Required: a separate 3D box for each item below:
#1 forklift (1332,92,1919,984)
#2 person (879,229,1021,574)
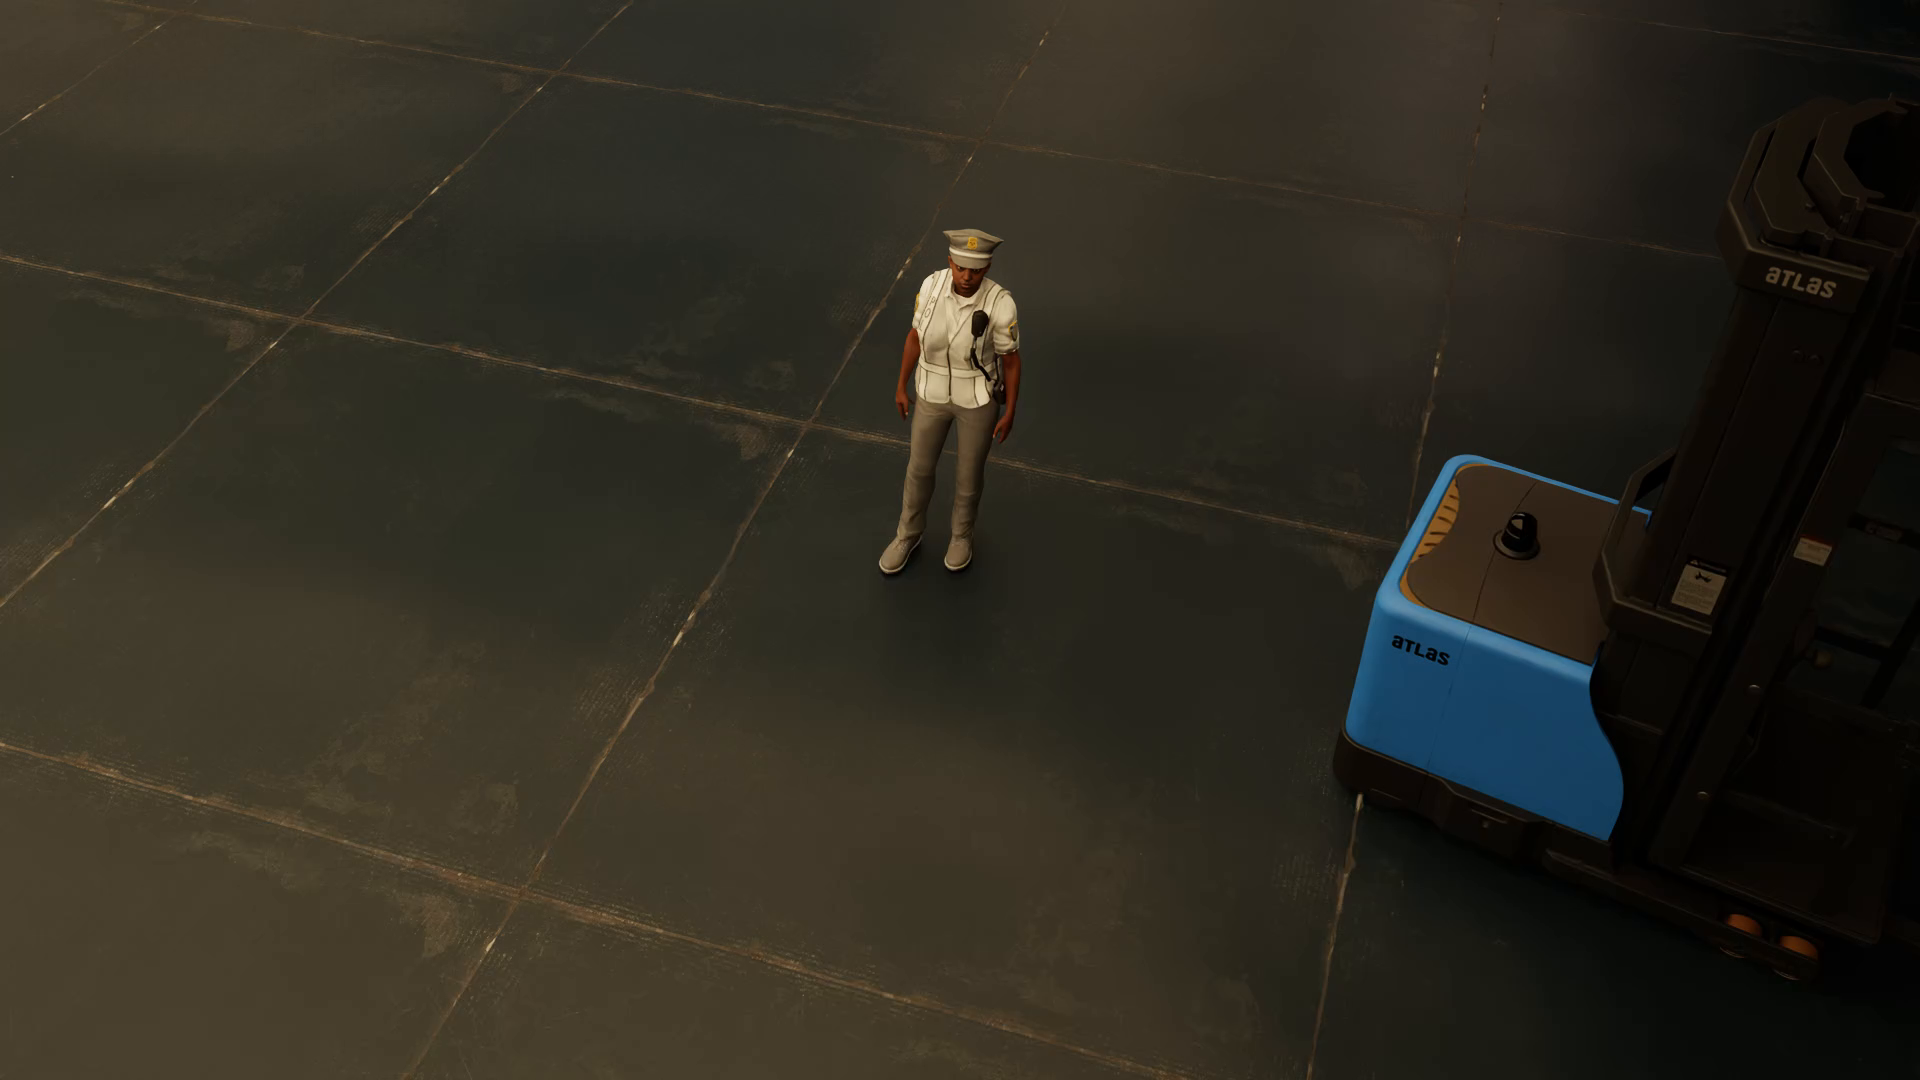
[{"bbox_3d":[3.050,0.123,5.557,3.031,2.935,1.130,21,47,21],"label":"forklift"},{"bbox_3d":[-0.041,-0.581,7.210,0.570,1.697,0.528,12,44,13],"label":"person"}]
